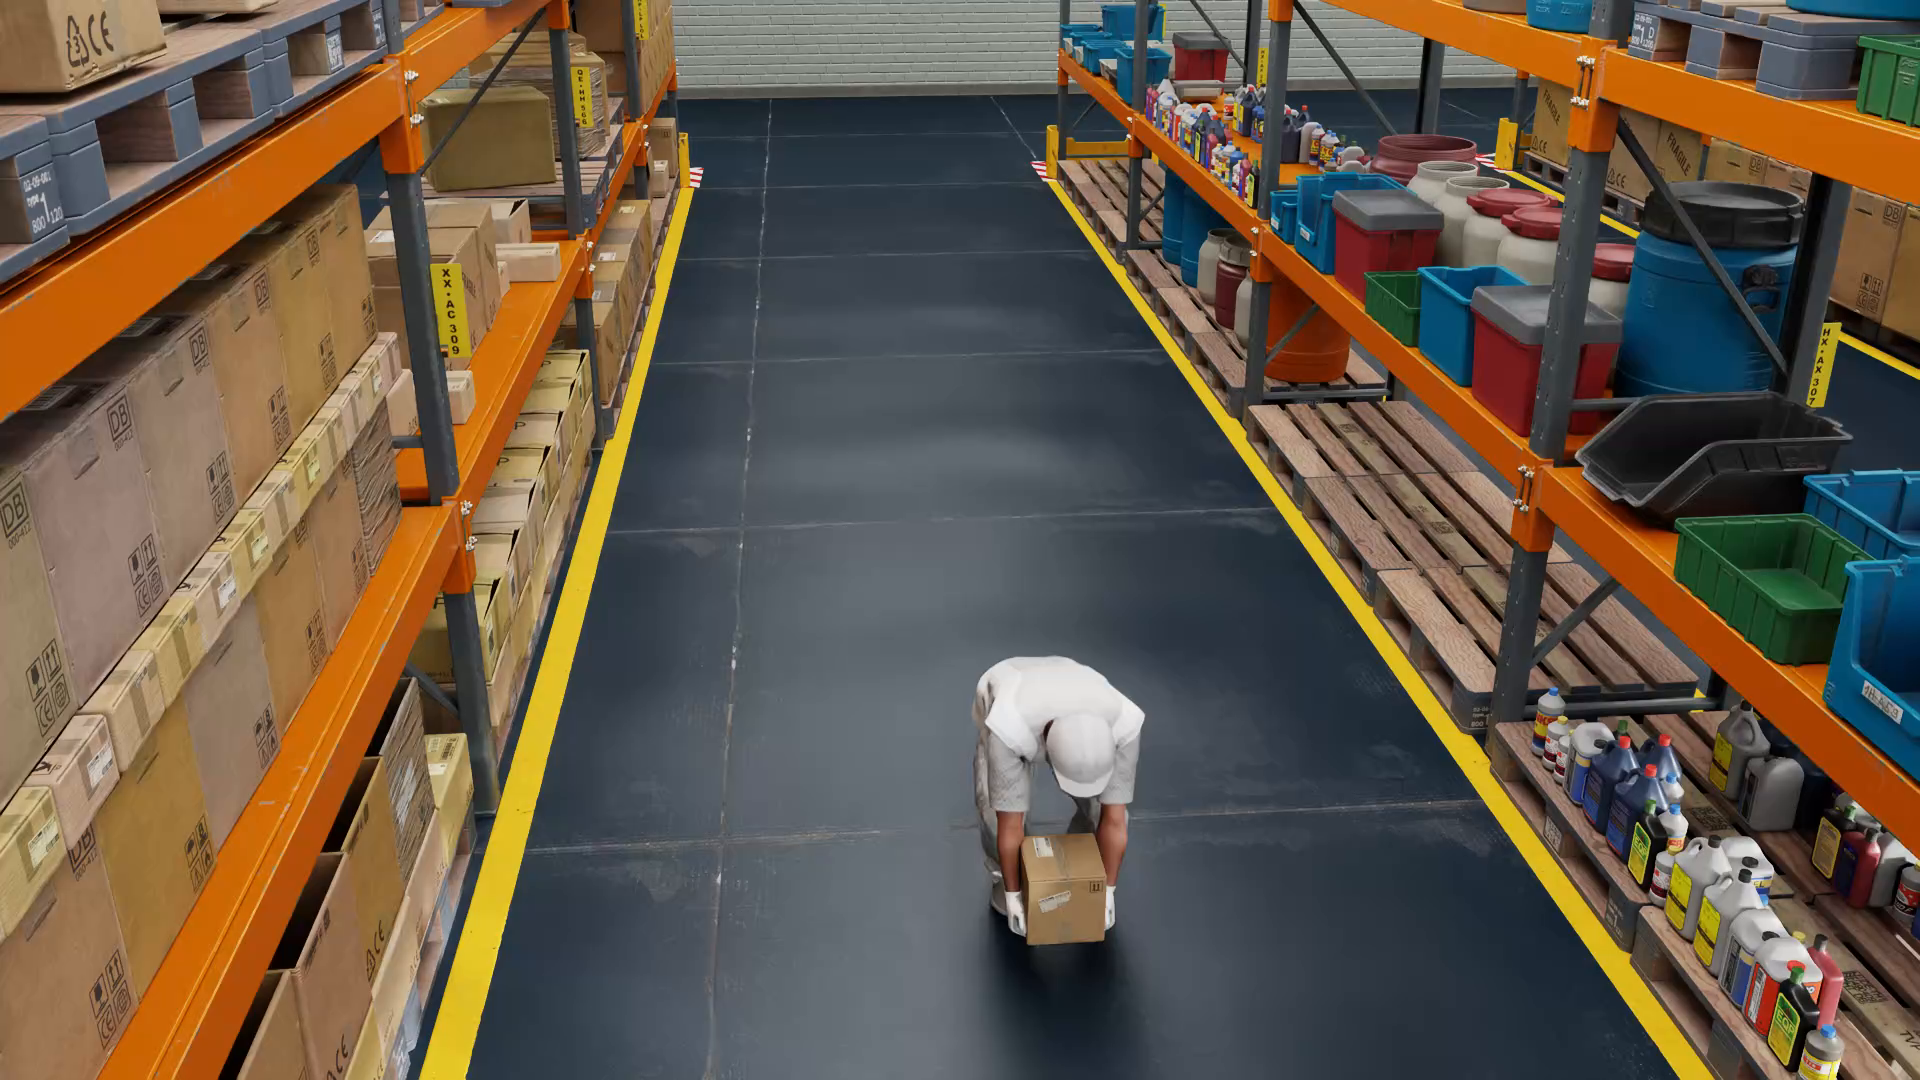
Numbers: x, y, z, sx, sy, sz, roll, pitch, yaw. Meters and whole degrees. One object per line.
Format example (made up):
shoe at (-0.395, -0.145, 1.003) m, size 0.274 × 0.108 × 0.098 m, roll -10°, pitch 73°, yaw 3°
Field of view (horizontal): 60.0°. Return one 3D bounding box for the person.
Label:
person at (0.324, 0.844, 5.629) m, size 0.541 × 0.994 × 0.953 m, roll -3°, pitch 24°, yaw -7°
